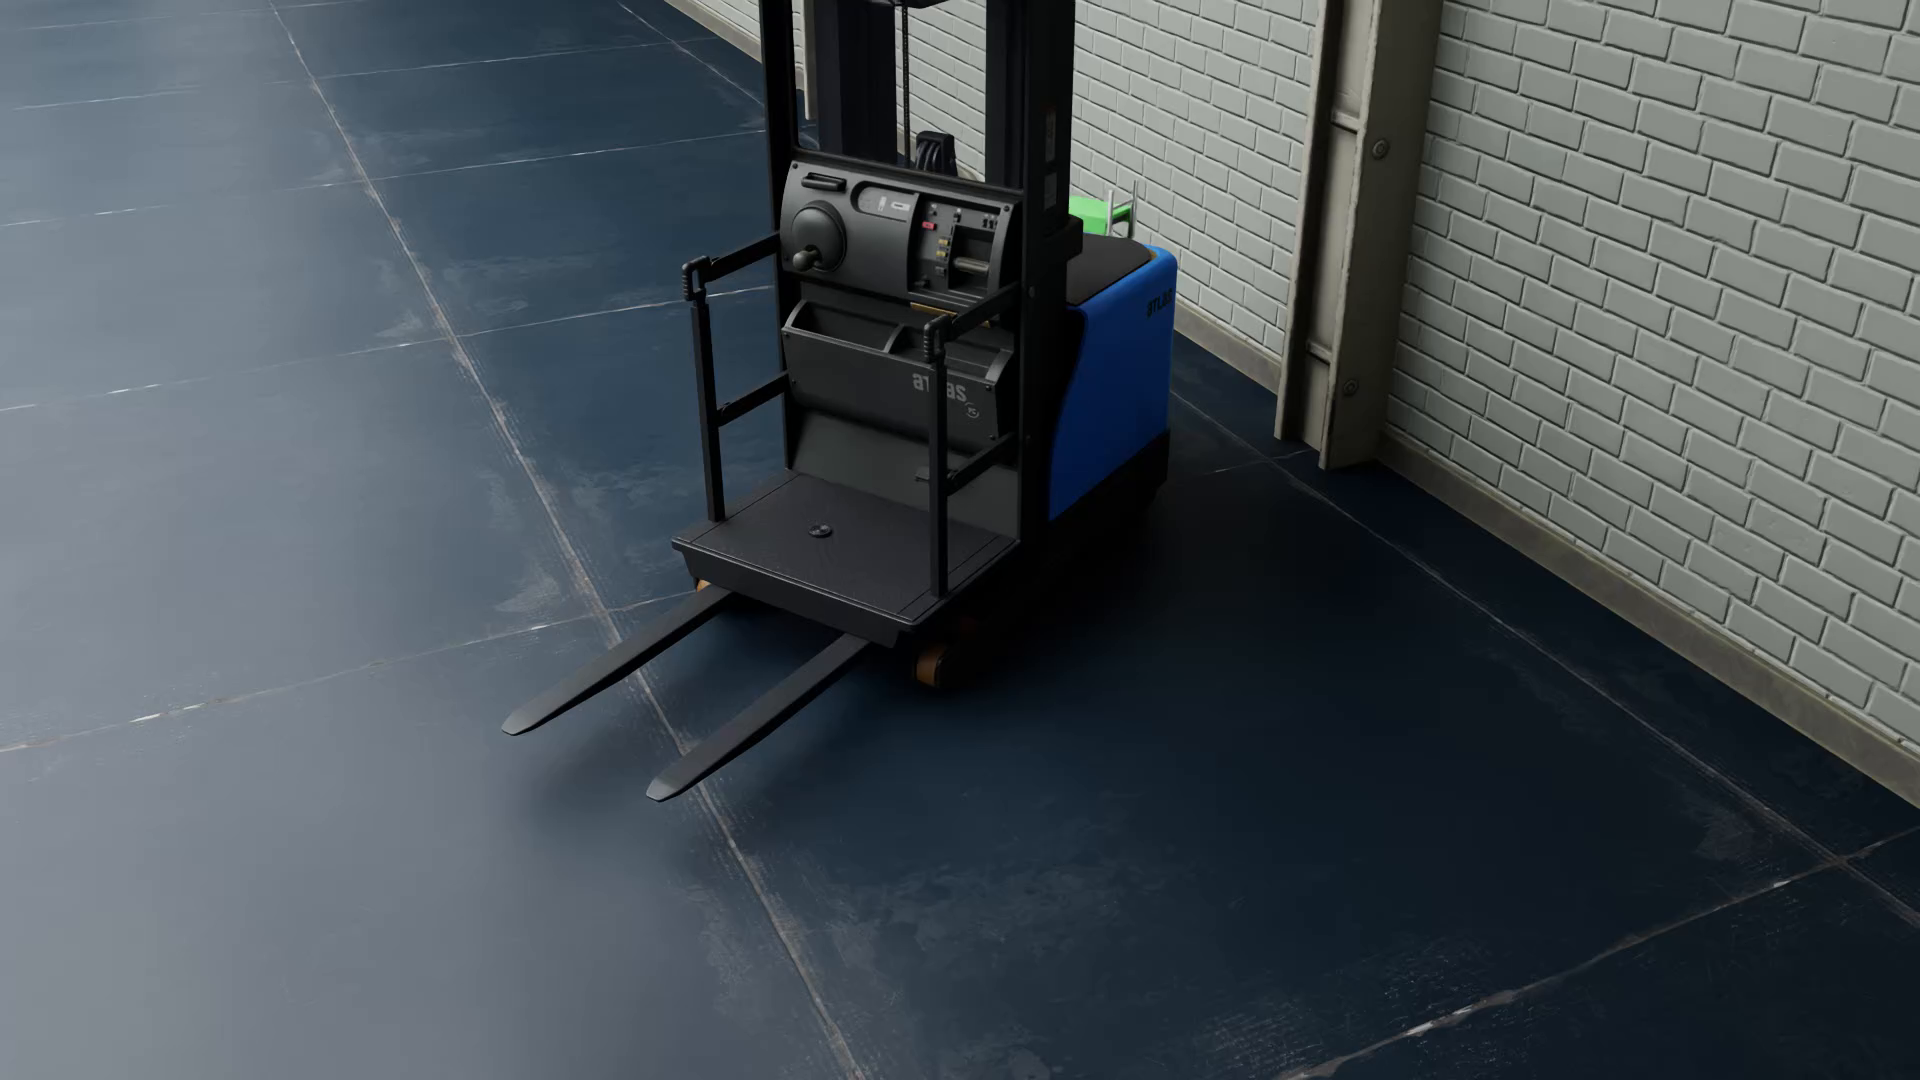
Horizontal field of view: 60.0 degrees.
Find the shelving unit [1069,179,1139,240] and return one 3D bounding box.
[{"bbox_3d":[0.458,-1.006,7.302,0.503,1.200,0.258,17,30,28],"label":"shelving unit"}]

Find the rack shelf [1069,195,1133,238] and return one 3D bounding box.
[{"bbox_3d":[0.471,-1.377,7.116,0.480,0.148,0.258,17,30,28],"label":"rack shelf"}]

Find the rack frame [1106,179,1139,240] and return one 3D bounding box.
[{"bbox_3d":[0.664,-0.941,7.188,0.015,1.200,0.240,17,30,28],"label":"rack frame"}]

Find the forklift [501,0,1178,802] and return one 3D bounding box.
[{"bbox_3d":[-0.342,-1.021,5.574,1.130,2.935,3.031,18,34,28],"label":"forklift"}]

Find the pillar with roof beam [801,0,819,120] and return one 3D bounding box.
[{"bbox_3d":[-4.808,-6.096,8.421,9.100,9.000,0.400,-13,32,-22],"label":"pillar with roof beam"}]

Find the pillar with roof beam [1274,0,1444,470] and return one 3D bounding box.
[{"bbox_3d":[-2.232,-3.446,3.694,9.100,9.000,0.400,-13,32,-22],"label":"pillar with roof beam"}]
